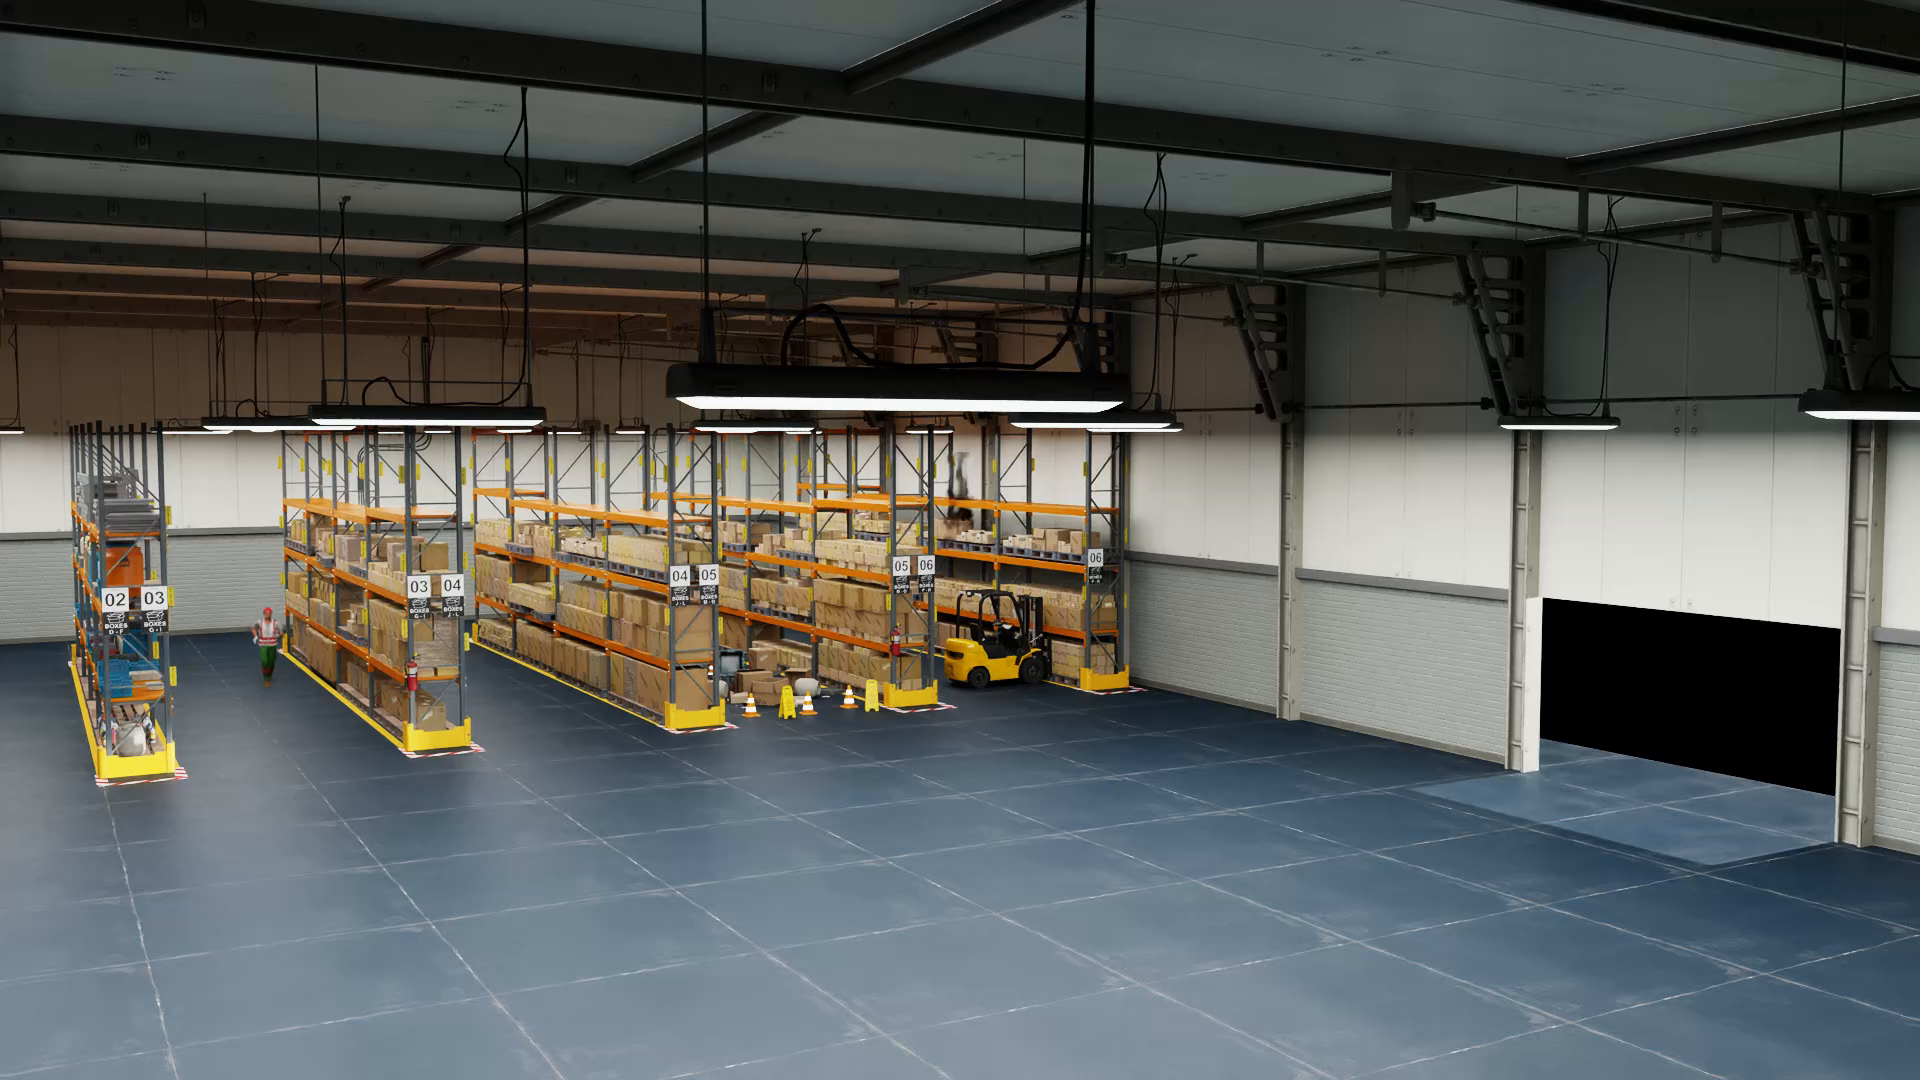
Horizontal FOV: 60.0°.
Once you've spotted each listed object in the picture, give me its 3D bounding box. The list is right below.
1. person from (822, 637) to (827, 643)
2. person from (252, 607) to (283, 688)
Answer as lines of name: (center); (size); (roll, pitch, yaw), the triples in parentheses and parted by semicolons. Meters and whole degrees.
person: (-3.603, 2.096, 45.328); (0.725, 1.708, 0.880); (-2, 4, -30)
person: (-15.912, 2.447, 38.260); (0.652, 1.805, 0.983); (-2, 4, -27)
